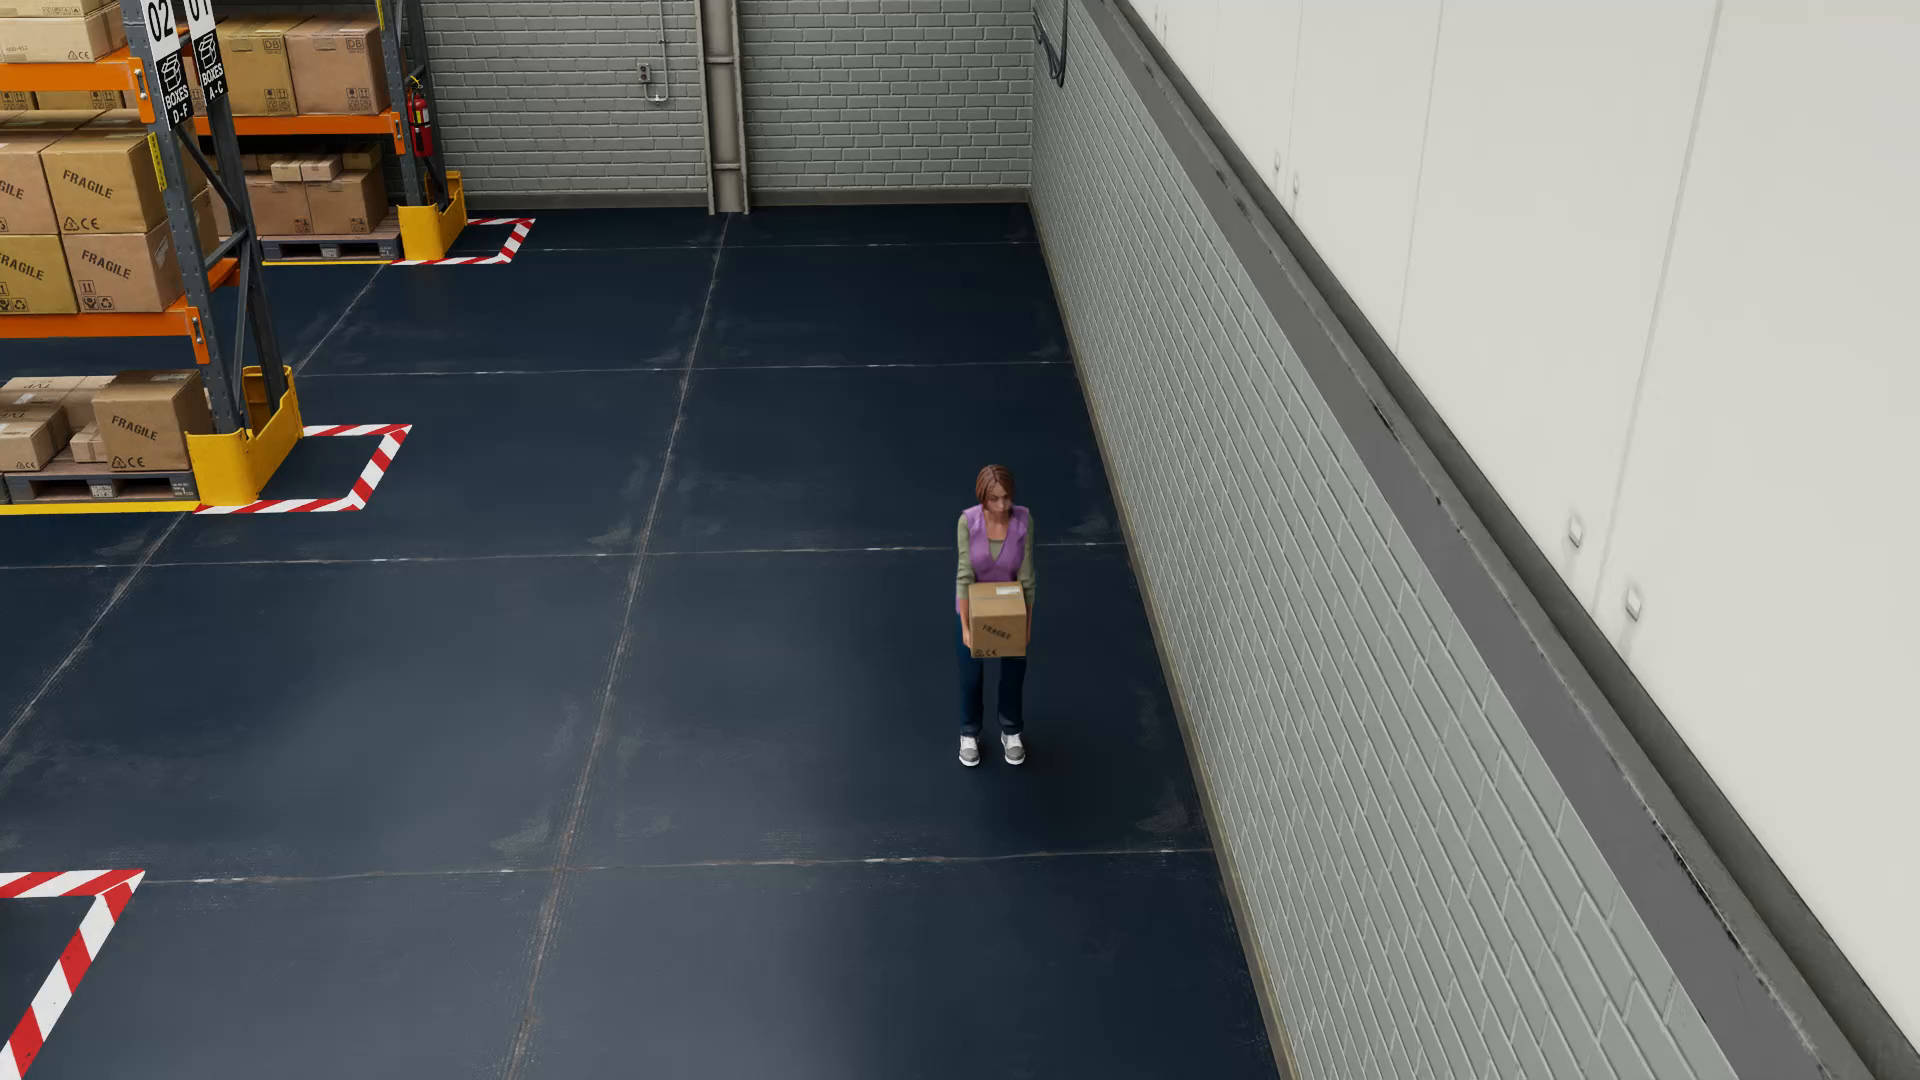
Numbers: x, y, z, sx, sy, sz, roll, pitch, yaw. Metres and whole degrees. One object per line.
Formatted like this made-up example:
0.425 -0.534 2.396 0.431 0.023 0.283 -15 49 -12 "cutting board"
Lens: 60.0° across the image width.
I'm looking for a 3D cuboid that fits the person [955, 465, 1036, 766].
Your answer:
0.164 0.390 7.905 0.375 1.596 0.507 -2 28 -3 "person"
